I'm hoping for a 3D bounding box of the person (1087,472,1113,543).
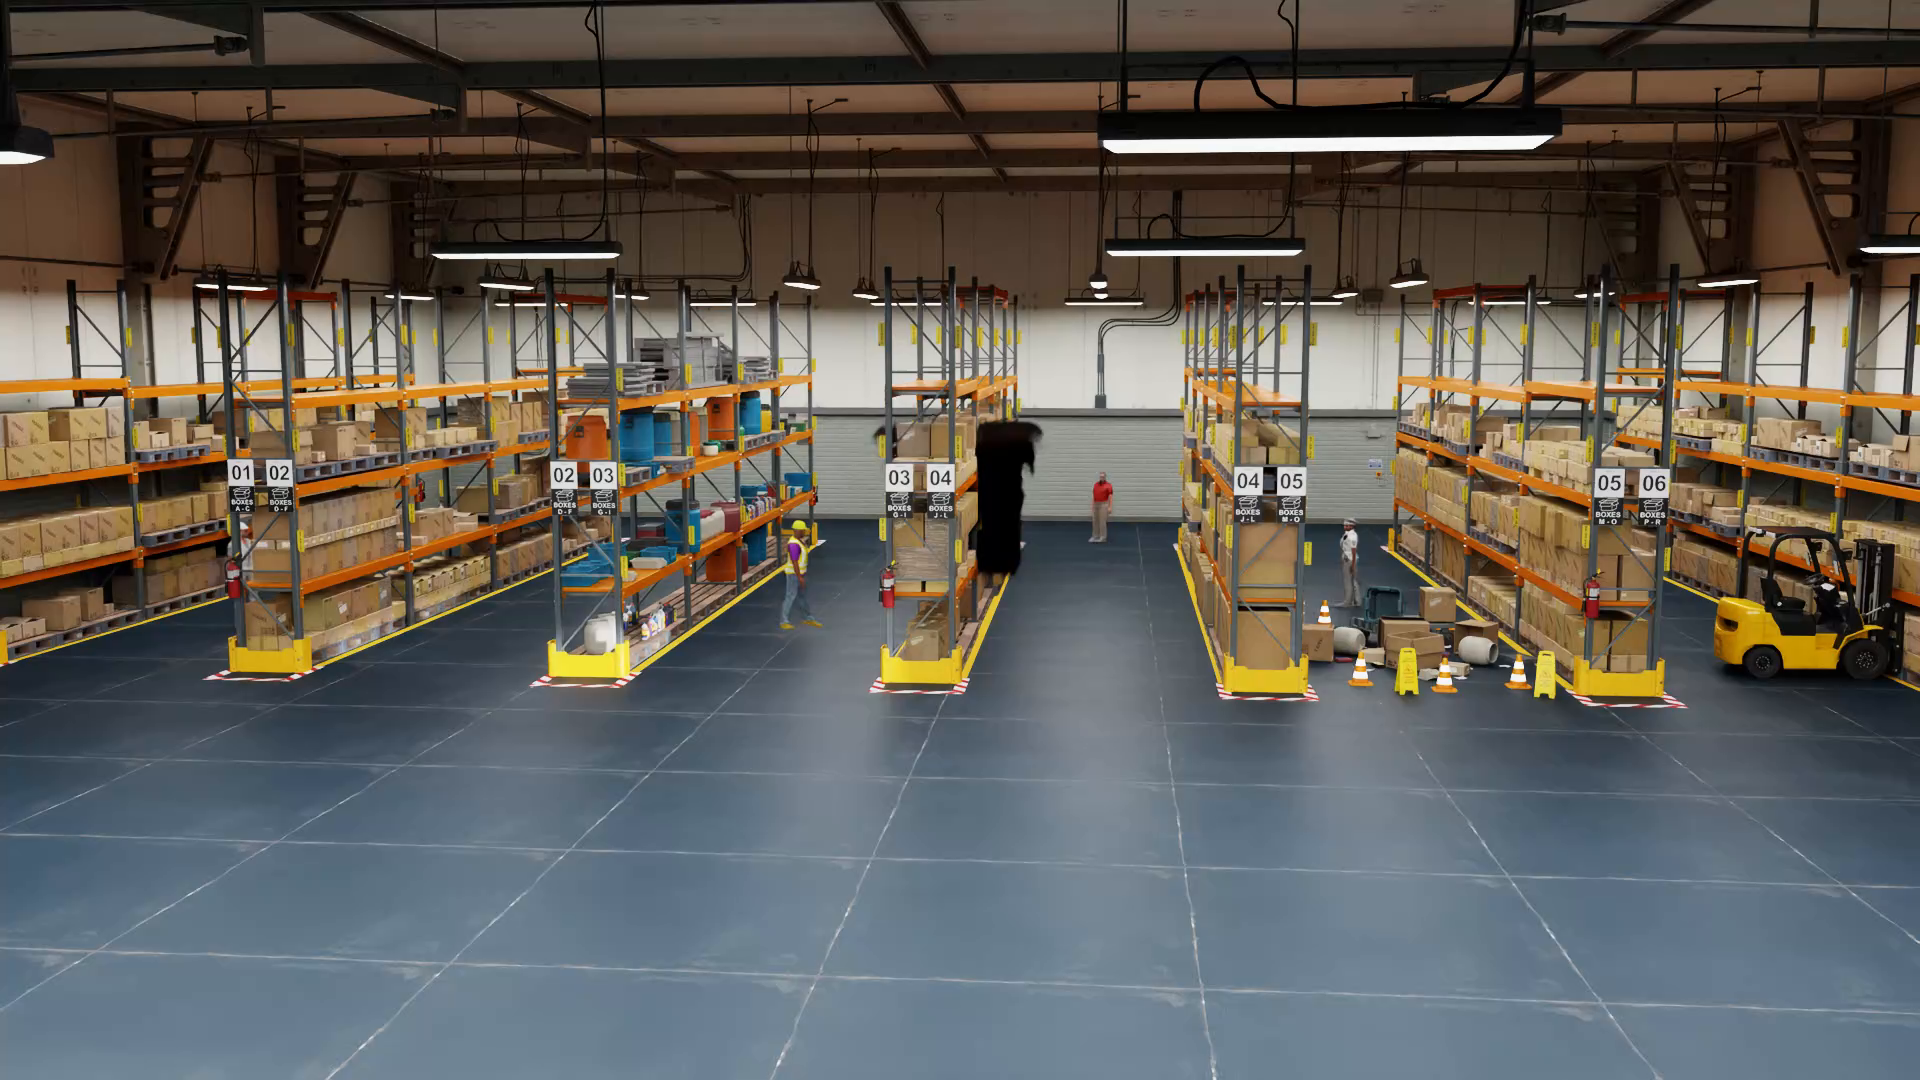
[{"bbox_3d":[3.445,-0.800,40.812,0.412,1.736,0.626,-5,9,-36],"label":"person"}]

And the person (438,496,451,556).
[{"bbox_3d":[-10.959,-0.139,35.515,0.396,1.665,0.559,0,7,1],"label":"person"}]

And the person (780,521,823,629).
[{"bbox_3d":[-2.603,0.565,26.962,0.568,1.788,0.703,2,7,13],"label":"person"}]

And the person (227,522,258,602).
[{"bbox_3d":[-12.580,0.589,29.231,0.418,1.814,0.614,5,9,35],"label":"person"}]

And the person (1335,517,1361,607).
[{"bbox_3d":[7.274,0.412,31.038,0.436,1.685,0.469,3,8,25],"label":"person"}]
